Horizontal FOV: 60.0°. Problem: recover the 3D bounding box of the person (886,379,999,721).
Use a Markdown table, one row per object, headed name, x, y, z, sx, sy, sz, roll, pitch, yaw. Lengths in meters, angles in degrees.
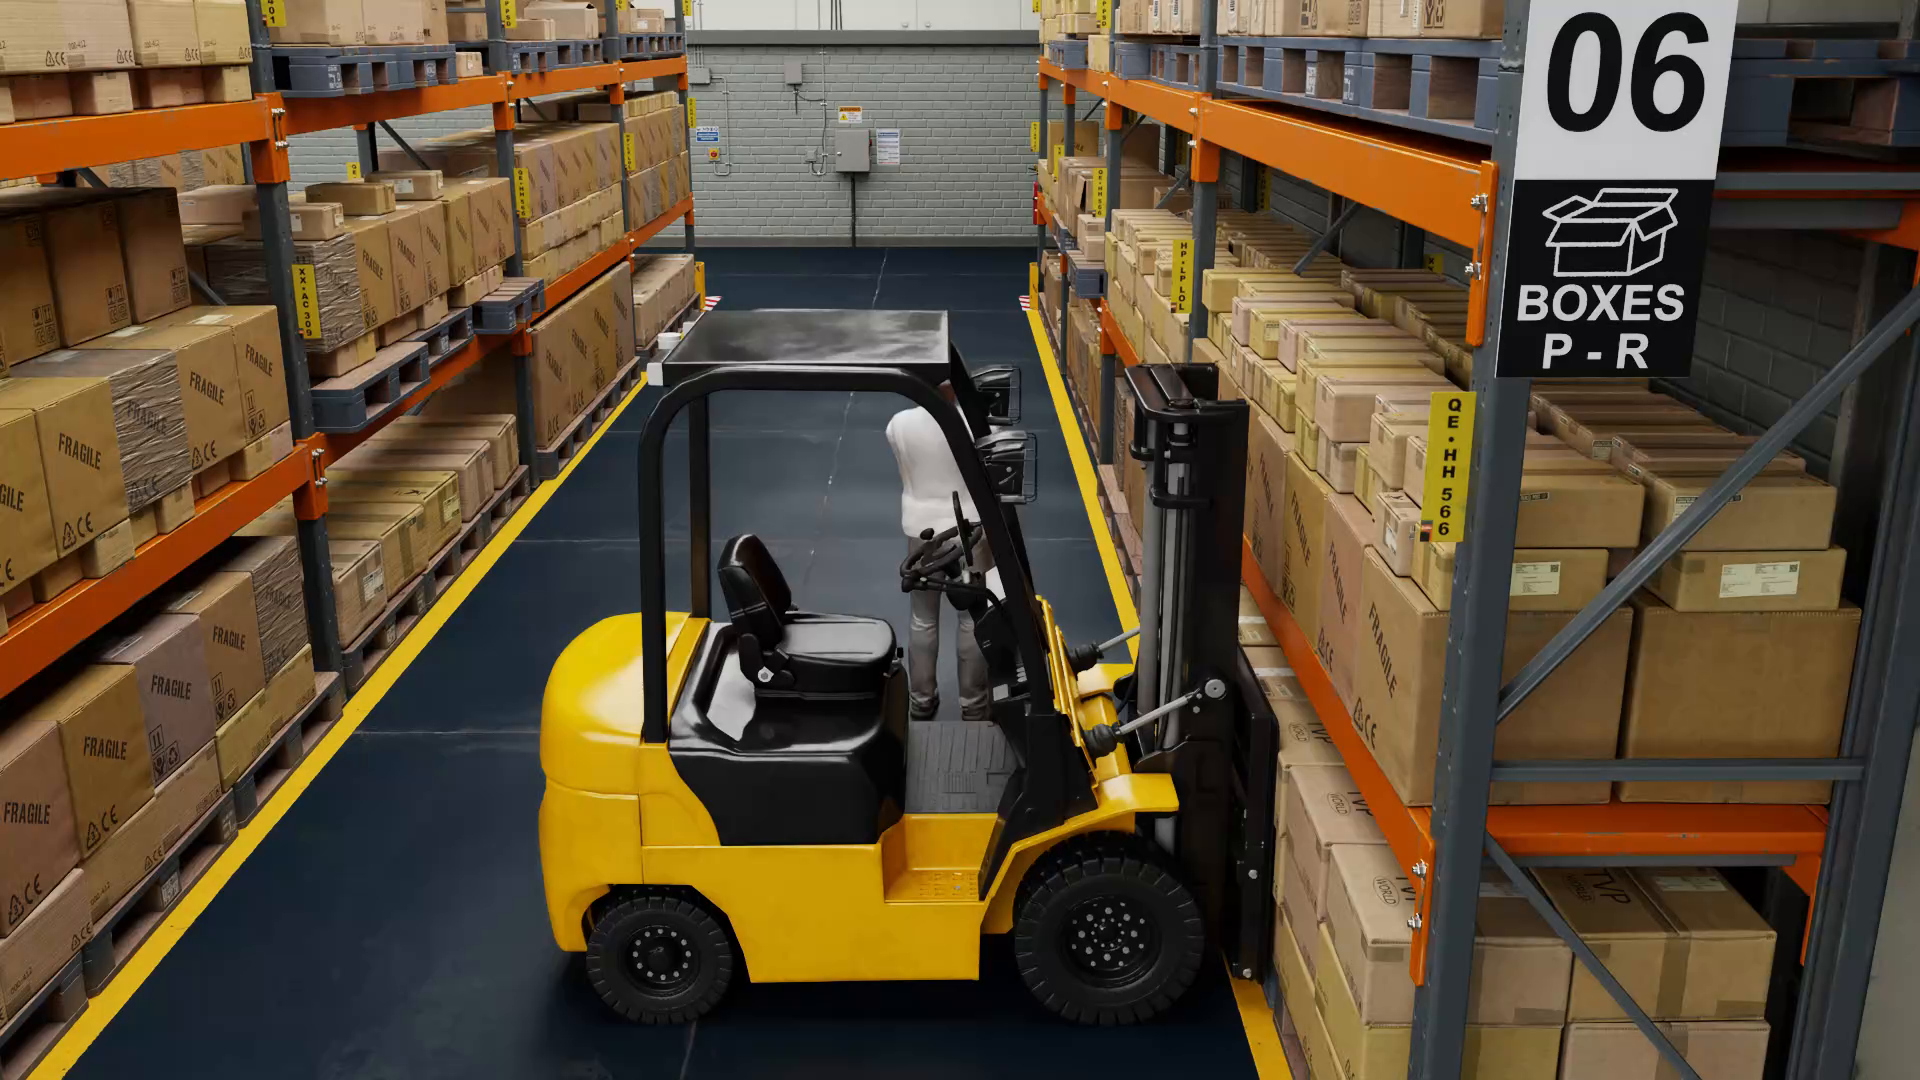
| name | x | y | z | sx | sy | sz | roll | pitch | yaw |
| --- | --- | --- | --- | --- | --- | --- | --- | --- | --- |
| person | -0.043 | -0.058 | 7.702 | 0.504 | 1.760 | 0.584 | 4 | 17 | 13 |
